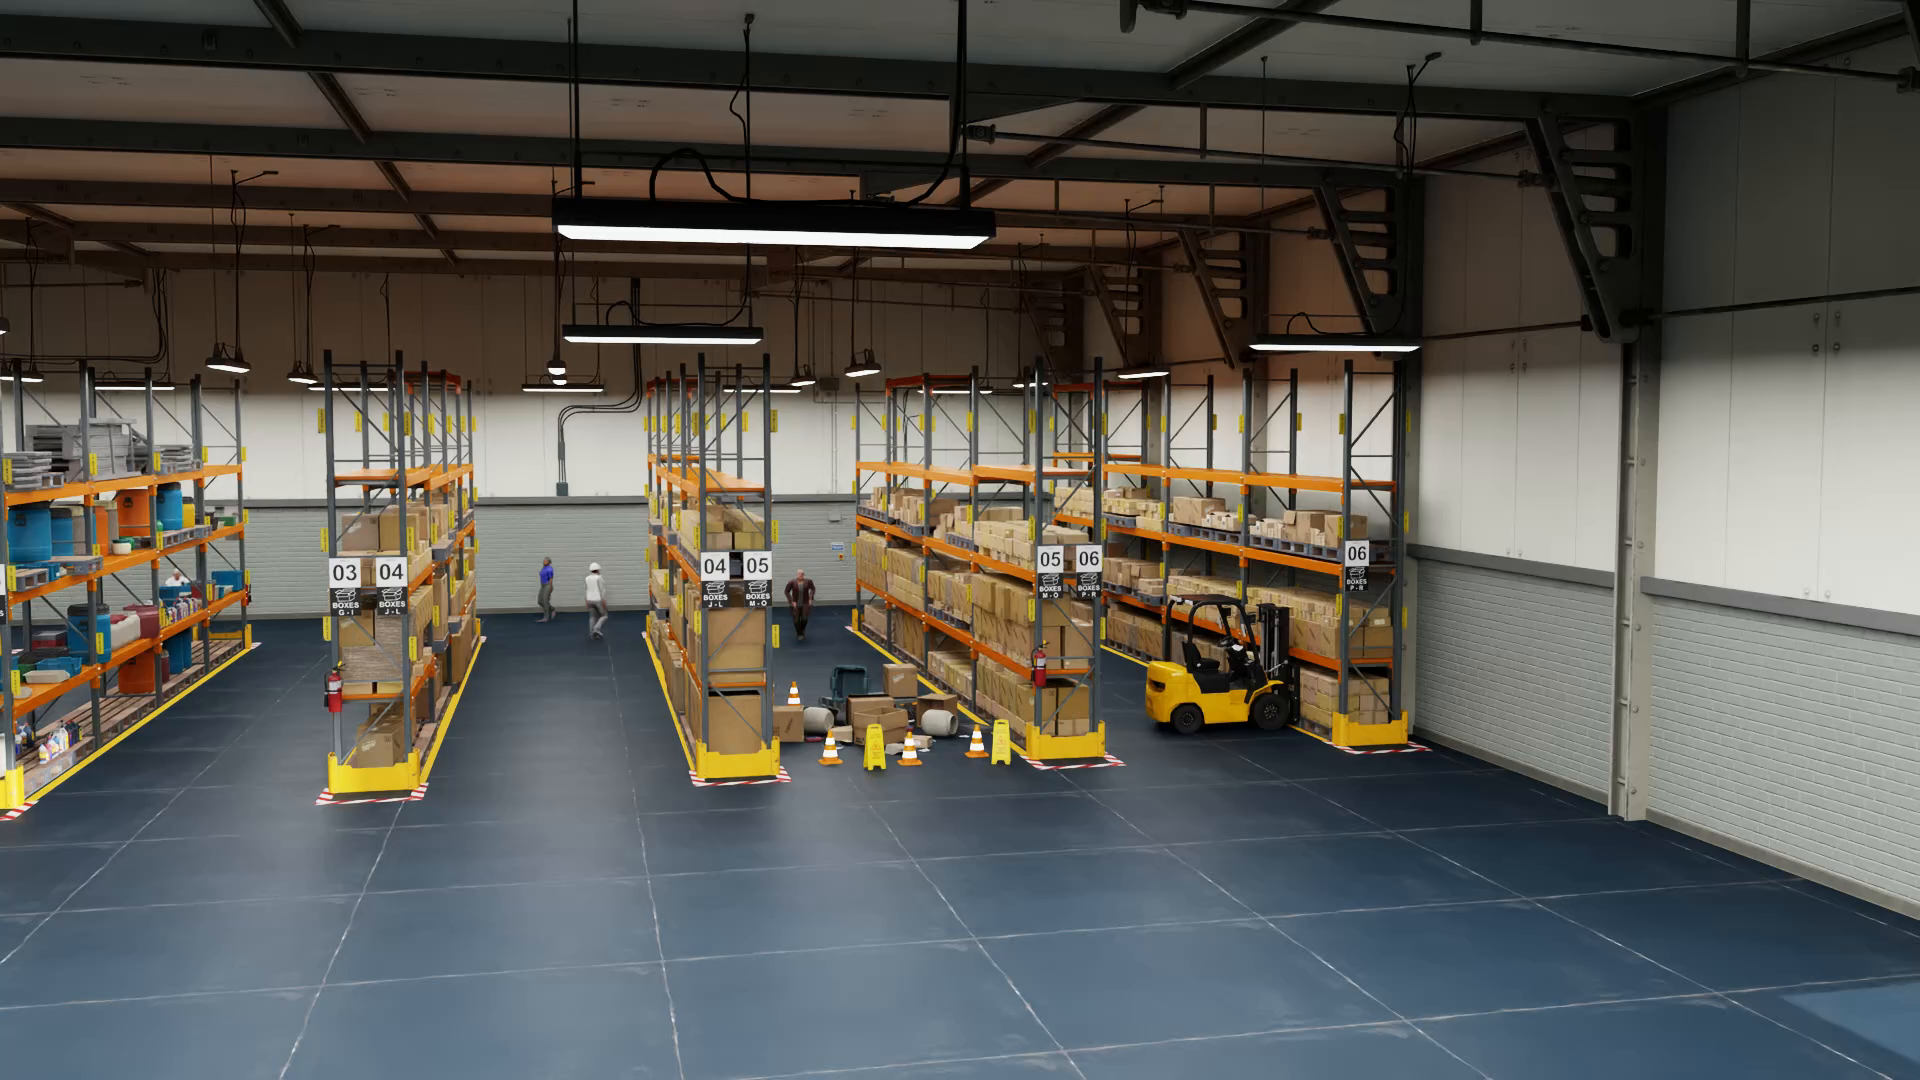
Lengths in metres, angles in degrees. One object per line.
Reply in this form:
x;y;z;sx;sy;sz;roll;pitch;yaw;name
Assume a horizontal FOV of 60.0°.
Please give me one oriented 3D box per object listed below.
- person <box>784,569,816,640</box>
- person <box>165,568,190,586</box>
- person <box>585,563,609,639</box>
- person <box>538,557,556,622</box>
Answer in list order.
-3.699;1.494;38.474;0.728;1.685;0.655;0;4;-5;person
-18.719;1.443;39.876;0.561;1.576;0.747;0;4;-3;person
-8.510;1.420;38.774;0.567;1.776;0.478;2;5;29;person
-10.451;1.248;42.136;0.450;1.631;0.602;4;6;45;person
